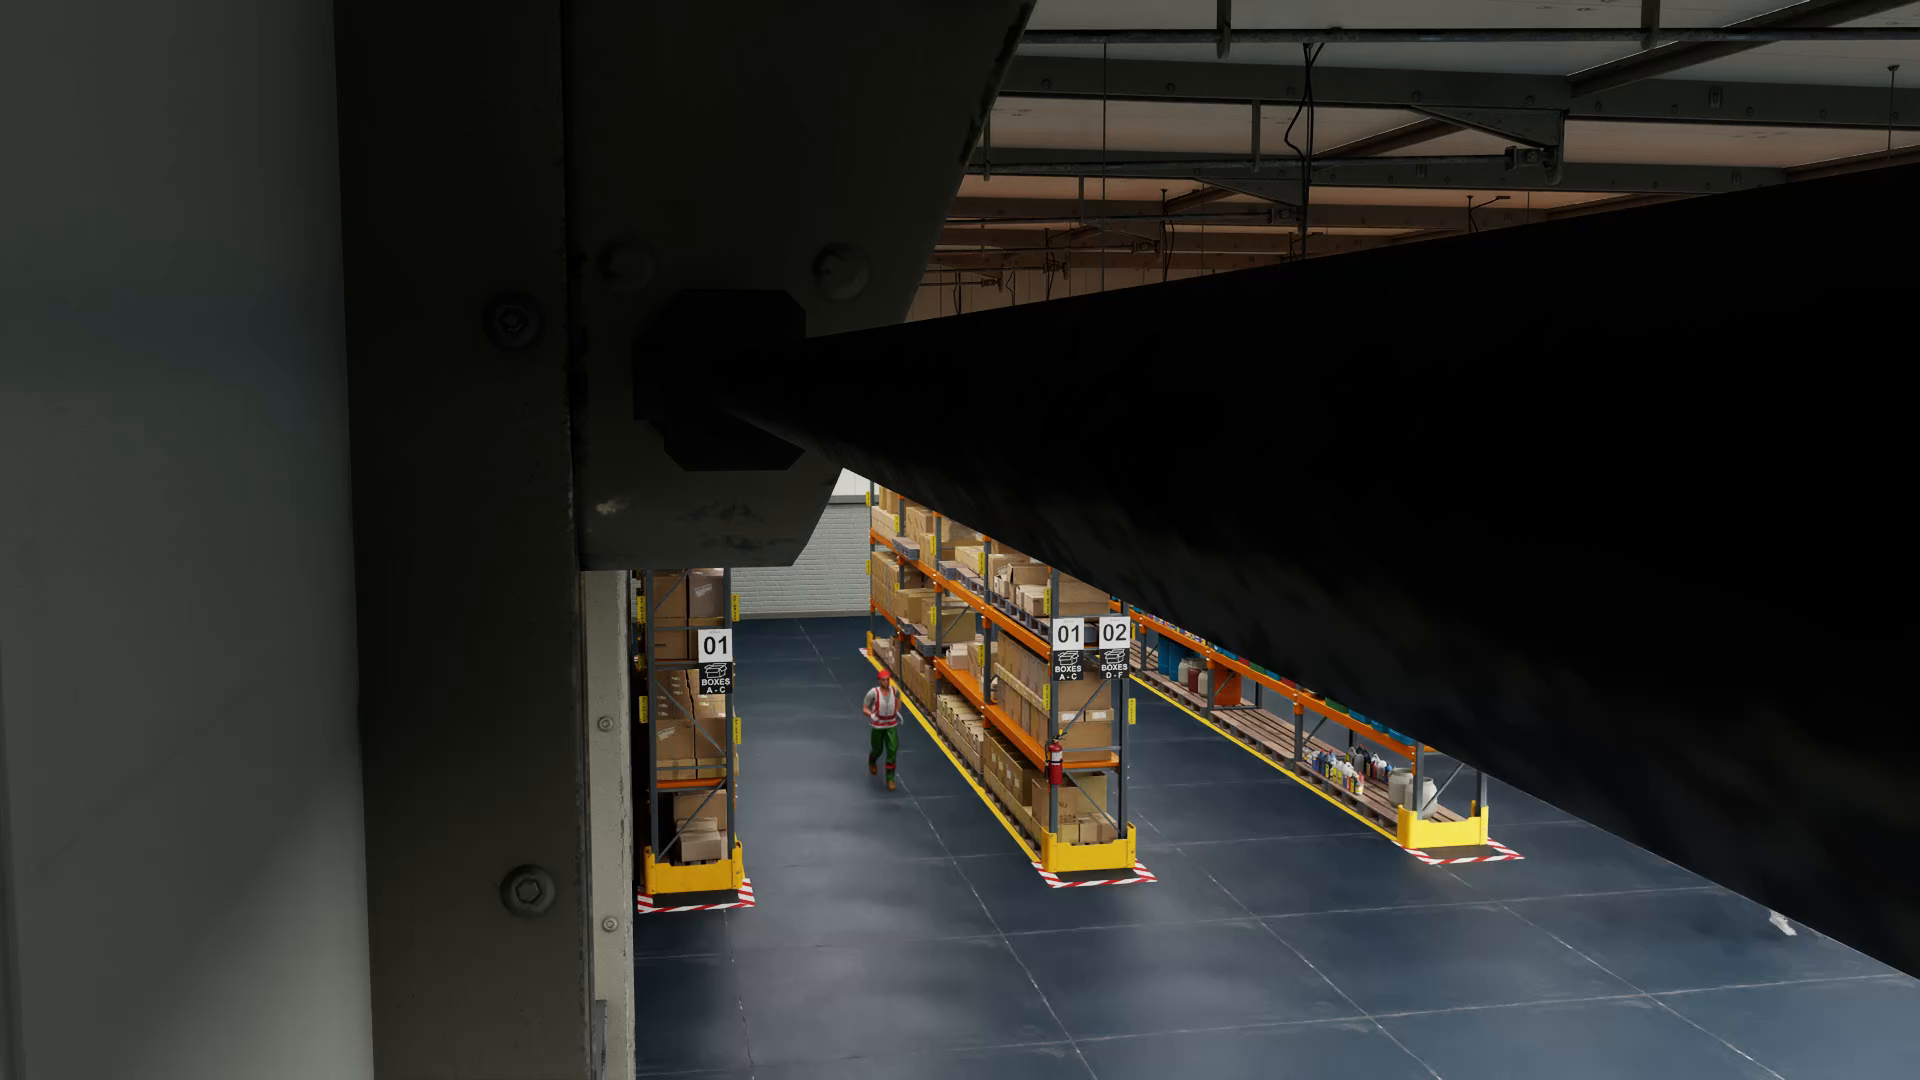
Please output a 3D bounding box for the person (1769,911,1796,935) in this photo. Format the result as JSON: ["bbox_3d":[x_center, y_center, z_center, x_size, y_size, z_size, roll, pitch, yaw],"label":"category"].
[{"bbox_3d":[9.454,3.540,18.358,0.913,1.811,0.710,2,6,22],"label":"person"}]

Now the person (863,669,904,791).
[{"bbox_3d":[-1.160,2.817,25.102,0.634,1.777,0.940,-2,6,-17],"label":"person"}]
